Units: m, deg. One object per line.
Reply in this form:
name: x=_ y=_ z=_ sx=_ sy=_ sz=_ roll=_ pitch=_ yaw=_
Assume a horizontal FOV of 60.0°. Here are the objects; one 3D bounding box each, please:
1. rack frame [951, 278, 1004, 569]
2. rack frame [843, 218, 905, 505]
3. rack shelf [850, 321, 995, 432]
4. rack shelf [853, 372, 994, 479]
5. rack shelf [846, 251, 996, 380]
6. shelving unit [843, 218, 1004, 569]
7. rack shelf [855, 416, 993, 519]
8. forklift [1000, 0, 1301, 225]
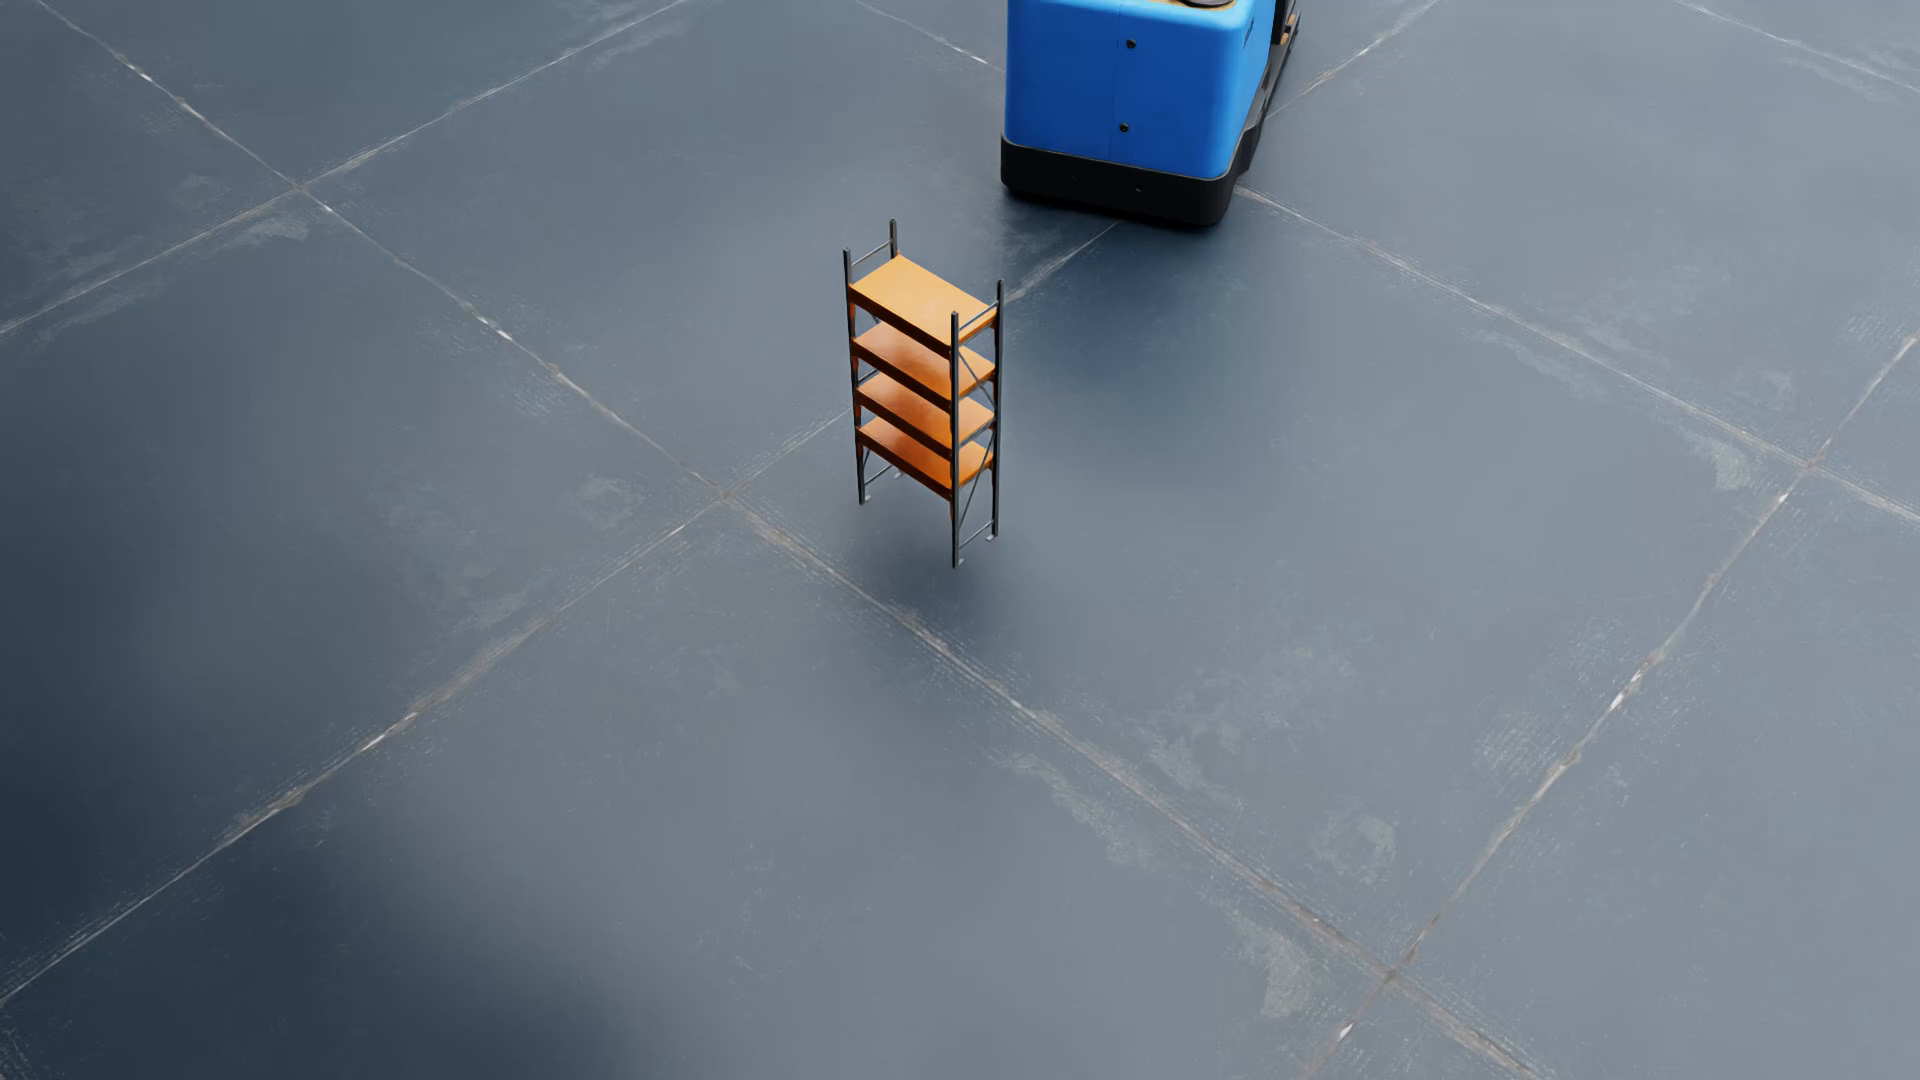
rack frame: x=0.058 y=-0.372 z=5.776 sx=0.015 sy=1.200 sz=0.240 roll=34 pitch=55 yaw=28
rack frame: x=-0.301 y=-0.613 z=6.003 sx=0.015 sy=1.200 sz=0.240 roll=34 pitch=55 yaw=28
rack shelf: x=-0.122 y=-0.600 z=5.775 sx=0.480 sy=0.148 sz=0.258 roll=34 pitch=55 yaw=28
rack shelf: x=-0.122 y=-0.446 z=5.938 sx=0.480 sy=0.148 sz=0.258 roll=34 pitch=55 yaw=28
rack shelf: x=-0.122 y=-0.762 z=5.603 sx=0.480 sy=0.148 sz=0.258 roll=34 pitch=55 yaw=28
shelving unit: x=-0.122 y=-0.493 z=5.889 sx=0.503 sy=1.200 sz=0.258 roll=34 pitch=55 yaw=28
rack shelf: x=-0.122 y=-0.311 z=6.083 sx=0.480 sy=0.148 sz=0.258 roll=34 pitch=55 yaw=28
forklift: x=1.131 y=-3.518 z=7.543 sx=1.130 sy=2.935 sz=3.031 roll=13 pitch=48 yaw=12
